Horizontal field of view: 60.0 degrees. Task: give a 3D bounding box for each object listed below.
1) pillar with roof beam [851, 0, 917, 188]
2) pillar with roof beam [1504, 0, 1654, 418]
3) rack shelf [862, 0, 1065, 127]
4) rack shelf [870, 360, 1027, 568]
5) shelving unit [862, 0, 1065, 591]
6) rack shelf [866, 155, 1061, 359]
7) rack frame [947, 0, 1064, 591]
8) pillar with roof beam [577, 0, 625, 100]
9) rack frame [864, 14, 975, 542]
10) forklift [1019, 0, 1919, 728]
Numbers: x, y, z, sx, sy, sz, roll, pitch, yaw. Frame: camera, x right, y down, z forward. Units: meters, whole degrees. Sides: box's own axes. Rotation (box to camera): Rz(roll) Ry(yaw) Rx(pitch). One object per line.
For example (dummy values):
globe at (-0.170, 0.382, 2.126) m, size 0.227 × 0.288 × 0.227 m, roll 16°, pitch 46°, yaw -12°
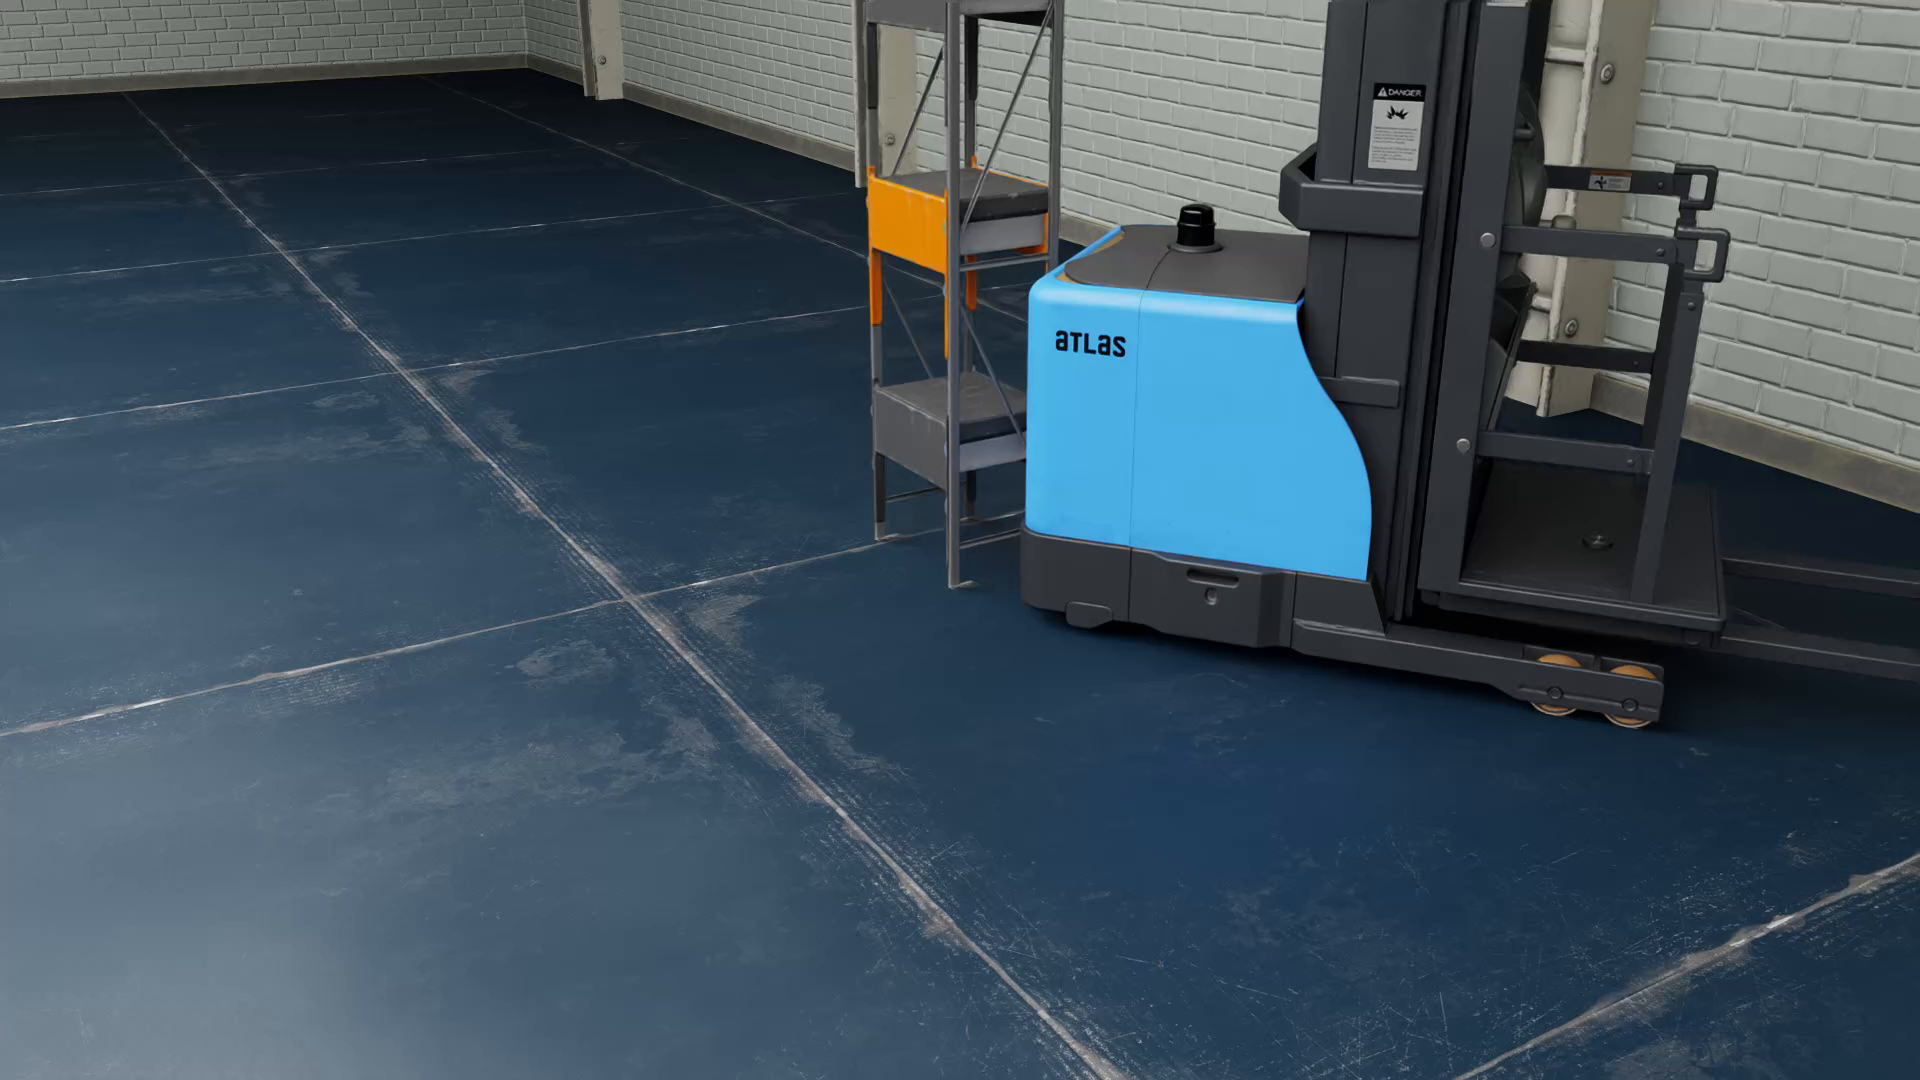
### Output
pillar with roof beam at (-4.237, -5.898, 8.372) m, size 9.100 × 9.000 × 0.400 m, roll -13°, pitch 25°, yaw -28°
pillar with roof beam at (-1.172, -3.956, 3.594) m, size 9.100 × 9.000 × 0.400 m, roll -13°, pitch 25°, yaw -28°
rack shelf at (0.006, -1.564, 5.048) m, size 0.431 × 0.518 × 0.480 m, roll -13°, pitch 26°, yaw -29°
rack shelf at (0.006, -0.267, 5.575) m, size 0.431 × 0.518 × 0.480 m, roll -13°, pitch 26°, yaw -29°
shelving unit at (0.006, -0.928, 5.307) m, size 0.431 × 2.100 × 0.503 m, roll -13°, pitch 26°, yaw -29°
rack shelf at (0.006, -0.916, 5.312) m, size 0.431 × 0.518 × 0.480 m, roll -13°, pitch 26°, yaw -29°
rack frame at (0.135, -0.850, 5.115) m, size 0.400 × 2.100 × 0.015 m, roll -13°, pitch 26°, yaw -29°
pillar with roof beam at (-7.302, -7.841, 13.151) m, size 9.100 × 9.000 × 0.400 m, roll -13°, pitch 25°, yaw -28°
rack frame at (-0.123, -1.006, 5.498) m, size 0.400 × 2.100 × 0.015 m, roll -13°, pitch 26°, yaw -29°
forklift at (1.756, -1.071, 4.553) m, size 3.031 × 2.935 × 1.130 m, roll 8°, pitch 24°, yaw 20°
